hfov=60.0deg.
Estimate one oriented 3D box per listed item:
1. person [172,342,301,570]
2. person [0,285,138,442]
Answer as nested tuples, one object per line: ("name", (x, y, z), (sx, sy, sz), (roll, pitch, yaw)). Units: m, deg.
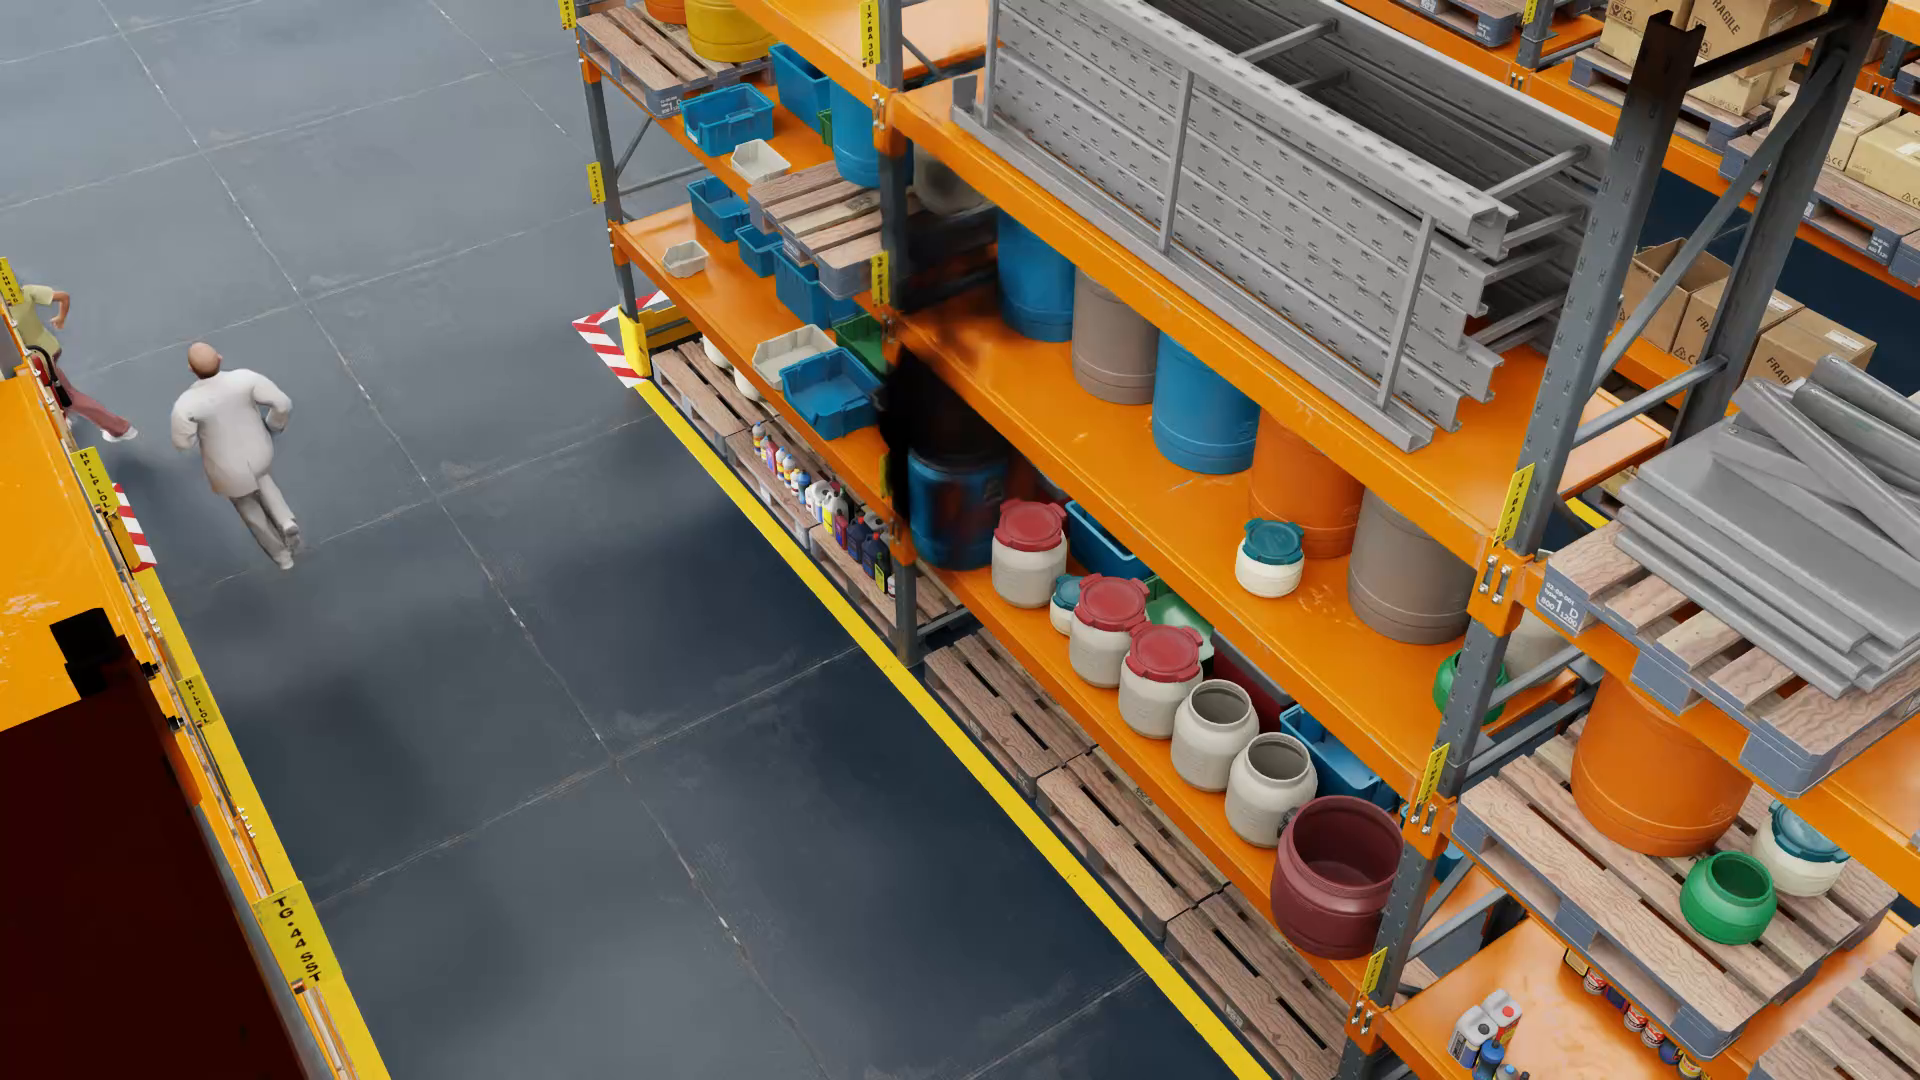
("person", (-4.651, -0.592, 10.689), (0.714, 1.743, 0.599), (-32, 51, -30))
("person", (-6.588, -1.228, 11.940), (0.903, 1.585, 0.594), (7, 43, 8))
